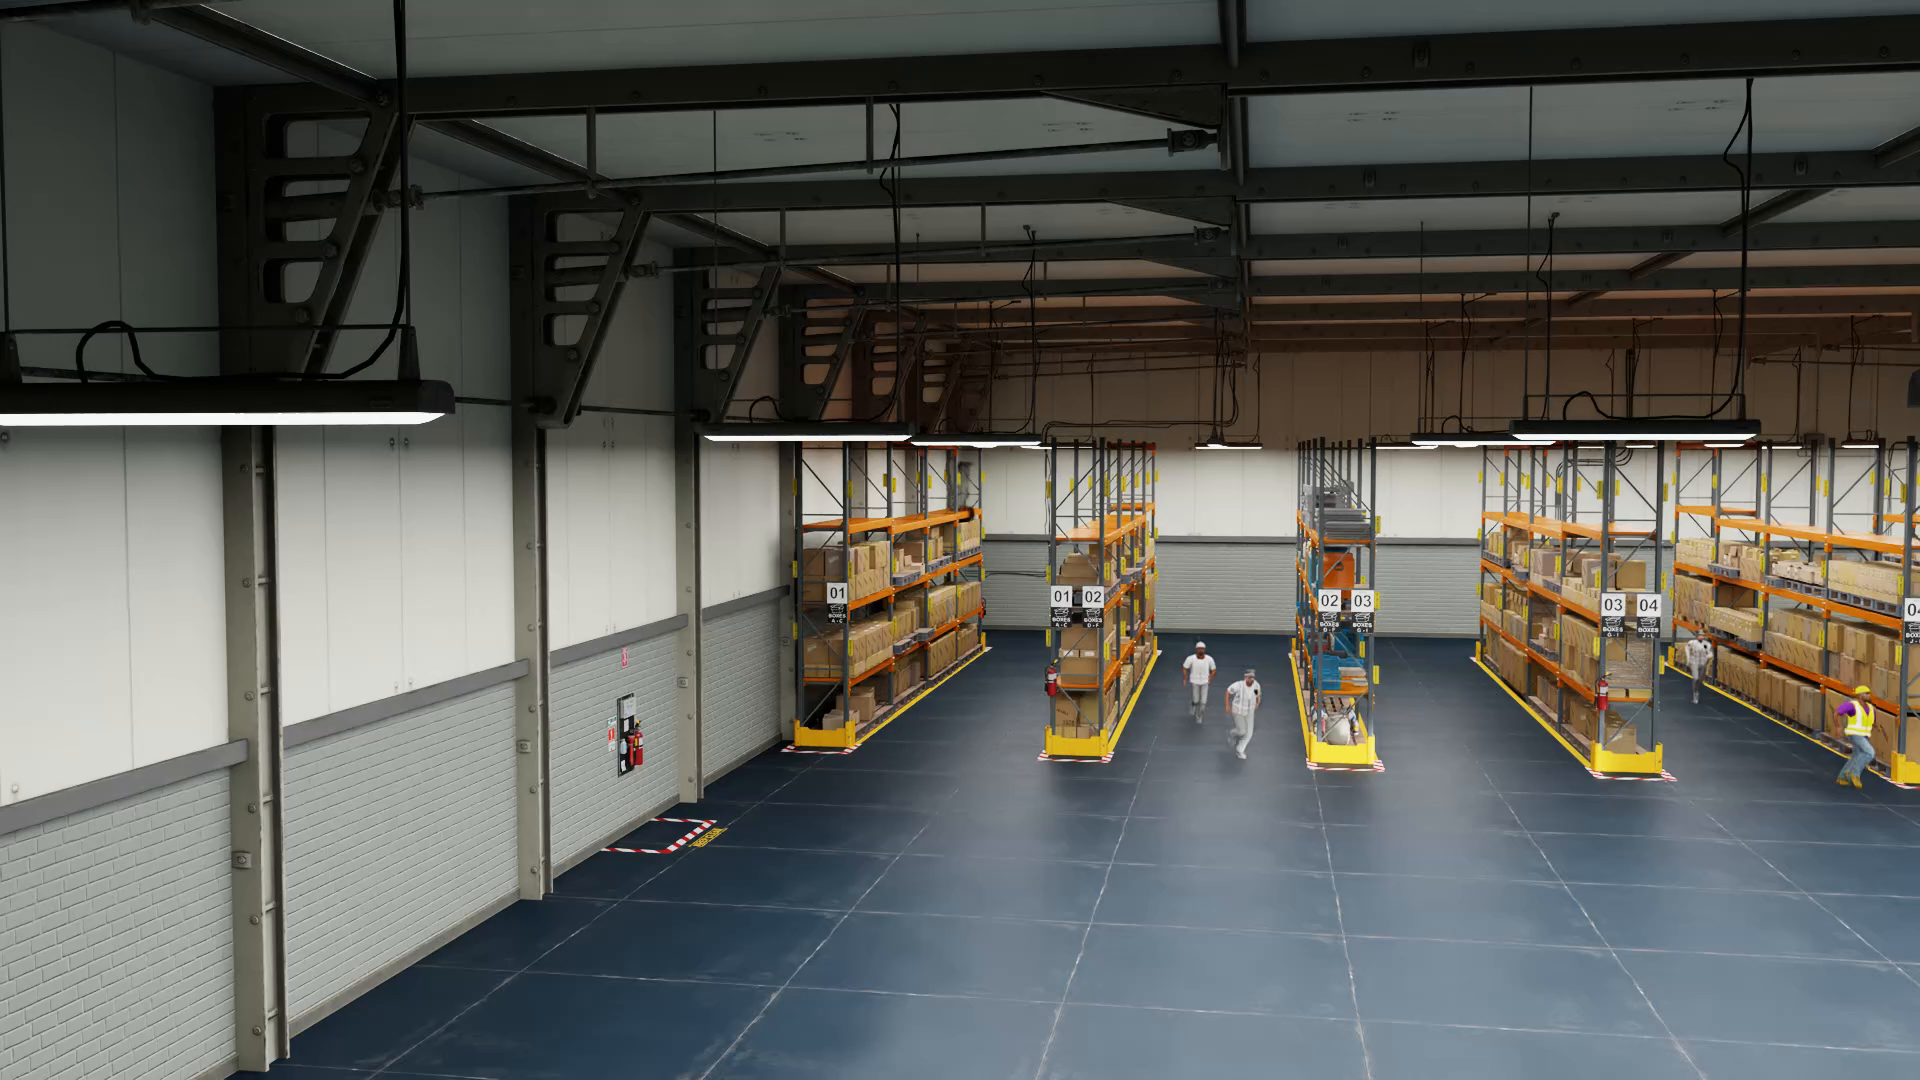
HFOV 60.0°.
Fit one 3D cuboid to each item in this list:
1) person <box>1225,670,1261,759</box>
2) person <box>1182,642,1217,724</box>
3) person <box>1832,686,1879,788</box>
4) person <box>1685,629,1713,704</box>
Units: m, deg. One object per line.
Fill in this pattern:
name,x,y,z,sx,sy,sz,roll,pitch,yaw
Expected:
person,5.318,3.244,31.183,0.654,1.700,0.760,-1,3,-22
person,5.066,3.012,35.107,0.717,1.717,0.591,0,3,1
person,15.358,3.341,28.337,0.717,1.699,0.668,-1,3,-24
person,16.916,2.883,38.070,0.530,1.727,0.860,1,3,10
